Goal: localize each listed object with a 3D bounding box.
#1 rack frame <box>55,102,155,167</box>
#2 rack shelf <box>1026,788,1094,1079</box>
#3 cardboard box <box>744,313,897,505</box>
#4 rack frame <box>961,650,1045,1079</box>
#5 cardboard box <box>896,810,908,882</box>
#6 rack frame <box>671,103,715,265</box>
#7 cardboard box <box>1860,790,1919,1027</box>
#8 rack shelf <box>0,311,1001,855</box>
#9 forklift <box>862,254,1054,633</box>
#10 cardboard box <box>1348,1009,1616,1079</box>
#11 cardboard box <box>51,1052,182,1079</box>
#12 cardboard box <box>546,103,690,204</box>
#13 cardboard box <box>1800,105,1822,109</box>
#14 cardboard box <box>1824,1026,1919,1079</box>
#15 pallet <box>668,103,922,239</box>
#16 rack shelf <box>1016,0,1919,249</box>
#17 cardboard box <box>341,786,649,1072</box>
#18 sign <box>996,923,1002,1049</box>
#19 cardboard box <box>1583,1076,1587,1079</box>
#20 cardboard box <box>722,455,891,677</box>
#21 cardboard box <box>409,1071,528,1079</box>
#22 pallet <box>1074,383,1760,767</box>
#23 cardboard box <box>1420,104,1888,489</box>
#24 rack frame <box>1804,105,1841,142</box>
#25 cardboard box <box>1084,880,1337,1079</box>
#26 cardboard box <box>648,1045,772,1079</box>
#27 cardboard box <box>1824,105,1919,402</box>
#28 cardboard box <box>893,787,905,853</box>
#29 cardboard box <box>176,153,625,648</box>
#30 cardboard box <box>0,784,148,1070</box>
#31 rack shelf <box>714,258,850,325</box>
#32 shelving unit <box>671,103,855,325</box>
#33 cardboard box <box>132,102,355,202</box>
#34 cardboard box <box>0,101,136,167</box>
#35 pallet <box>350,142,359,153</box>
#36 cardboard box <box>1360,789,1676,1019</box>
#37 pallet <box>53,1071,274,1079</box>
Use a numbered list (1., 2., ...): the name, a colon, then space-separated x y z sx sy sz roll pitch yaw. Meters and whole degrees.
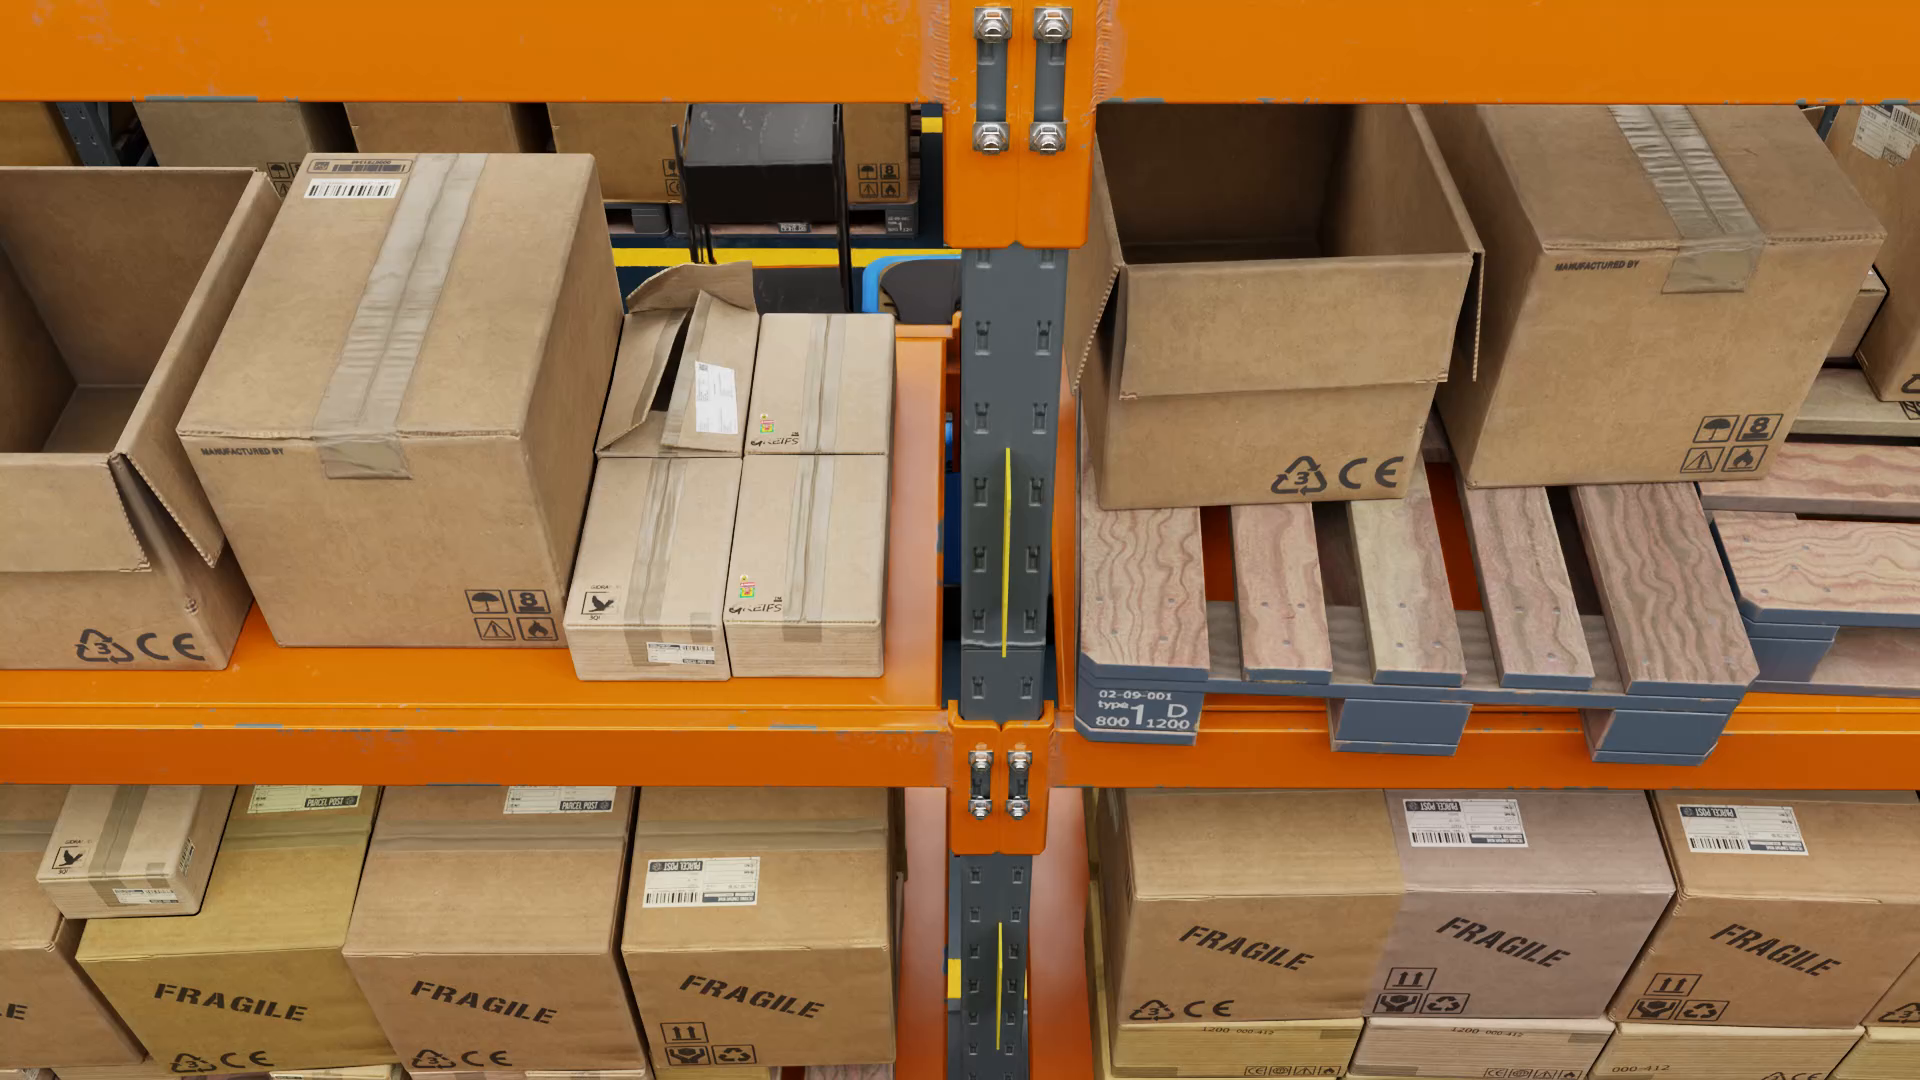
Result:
1. rack frame: -4.016 -2.812 7.319 0.127 3.000 1.000 0 47 0
2. rack shelf: 2.067 1.073 4.194 4.000 0.370 1.077 0 47 0
3. cardboard box: -0.247 -0.240 3.046 0.250 0.149 0.380 0 47 0
4. rack frame: 0.067 0.822 3.936 0.127 3.000 1.000 0 47 0
5. cardboard box: -0.257 0.628 4.001 0.250 0.149 0.380 -2 47 -2
6. rack frame: -0.876 -0.687 5.955 0.015 2.100 0.400 -1 47 -1
7. cardboard box: 2.077 0.639 3.355 0.500 0.500 0.500 1 47 1
8. rack shelf: -1.933 0.040 3.106 4.000 0.370 1.077 0 47 0
9. forklift: 1.147 -1.025 5.702 3.031 2.935 1.130 -1 47 -1
10. cardboard box: 1.090 0.887 3.636 0.500 0.250 0.500 1 47 1
11. cardboard box: -1.812 0.990 3.664 0.250 0.149 0.380 -1 47 -1
12. cardboard box: -1.499 -2.246 8.041 0.750 0.750 1.050 1 47 1
13. cardboard box: 4.300 -2.296 8.295 0.250 0.149 0.380 1 47 1
14. cardboard box: 2.095 0.909 3.616 0.500 0.250 0.500 1 47 1
15. pallet: -0.804 -1.909 8.382 1.213 0.211 1.003 0 47 0
16. rack shelf: 2.067 -0.835 2.144 4.000 0.370 1.077 0 47 0
17. cardboard box: -0.906 0.752 3.442 0.500 0.500 0.500 -1 47 0
18. sign: 0.074 0.852 3.171 0.005 0.325 0.100 0 47 0
19. cardboard box: 1.594 1.053 3.823 0.500 0.250 0.500 2 47 1
20. cardboard box: -0.249 0.038 2.787 0.250 0.149 0.380 0 47 0
21. cardboard box: -1.034 1.014 3.642 0.250 0.149 0.380 -2 47 -2
22. pallet: 0.711 -0.173 2.941 1.003 0.211 1.213 2 47 2
23. cardboard box: 1.058 -0.513 2.774 0.500 0.500 0.700 -2 47 -2
24. rack frame: 3.984 -2.791 7.298 0.127 3.000 1.000 0 47 0
25. cardboard box: 0.555 1.059 3.818 0.500 0.250 0.500 -1 47 -1
26. cardboard box: -0.530 0.988 3.666 0.250 0.149 0.380 1 47 1
27. cardboard box: 1.830 -0.585 2.840 0.500 0.500 0.500 1 47 1
28. cardboard box: -0.382 0.373 3.795 0.500 0.500 0.500 -1 47 -1
29. cardboard box: -0.881 -0.244 2.810 0.500 0.500 0.700 0 47 0
30. cardboard box: -1.956 0.750 3.445 0.500 0.500 0.500 -2 47 -1
31. rack shelf: -0.632 -0.683 5.970 0.480 0.518 0.431 -1 47 -1
32. shelving unit: -0.632 -0.693 5.960 0.503 2.100 0.431 -1 47 -1
33. cardboard box: -3.395 -2.253 8.048 0.750 0.750 1.050 0 47 0
34. cardboard box: -4.644 -2.285 7.992 0.875 0.875 0.875 1 47 1
35. pallet: -3.244 -1.915 8.389 1.213 0.211 1.003 0 47 0
36. cardboard box: 1.055 0.622 3.371 0.500 0.500 0.500 0 47 0
37. pallet: -1.913 0.912 3.983 1.213 0.211 1.003 0 47 0
